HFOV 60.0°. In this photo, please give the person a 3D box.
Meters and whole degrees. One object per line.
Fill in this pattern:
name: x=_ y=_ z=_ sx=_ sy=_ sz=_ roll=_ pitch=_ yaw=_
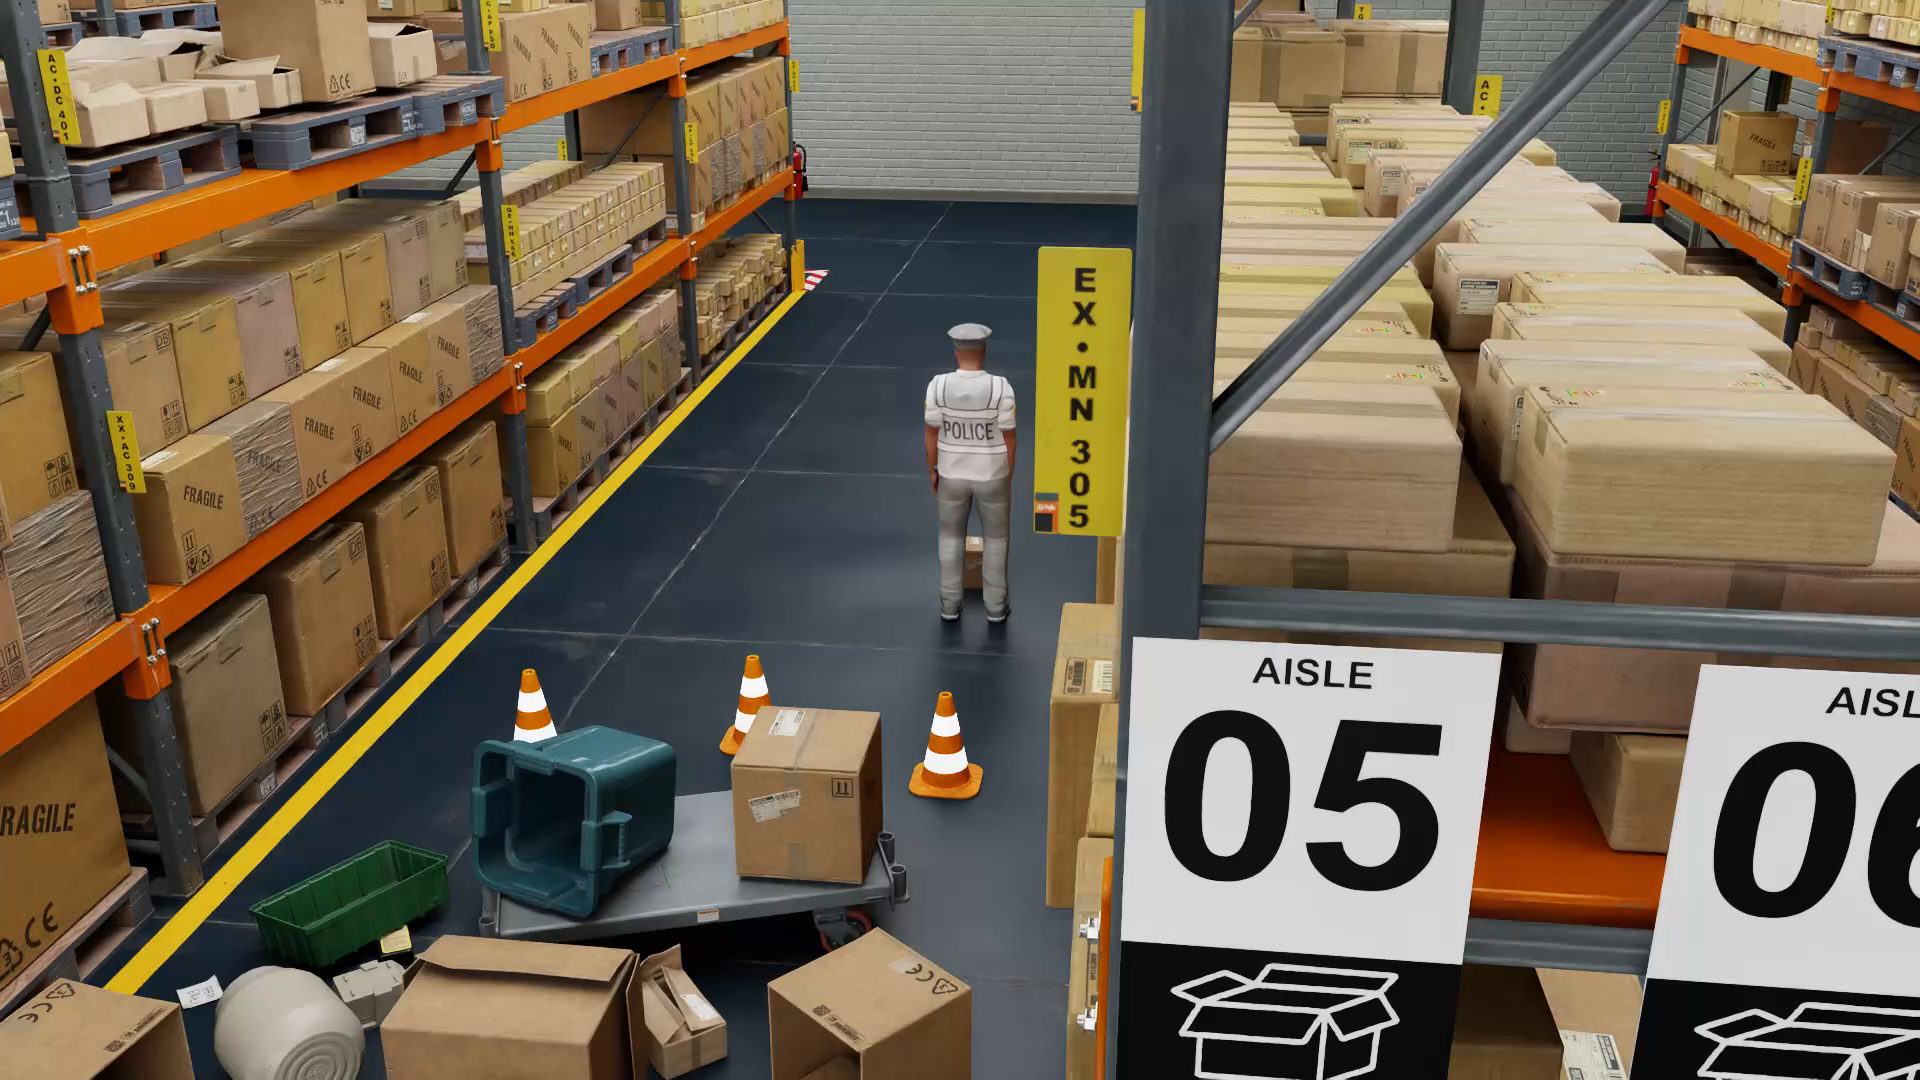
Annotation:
person: x=0.063 y=-0.376 z=9.571 sx=0.529 sy=1.742 sz=0.392 roll=3 pitch=21 yaw=7
